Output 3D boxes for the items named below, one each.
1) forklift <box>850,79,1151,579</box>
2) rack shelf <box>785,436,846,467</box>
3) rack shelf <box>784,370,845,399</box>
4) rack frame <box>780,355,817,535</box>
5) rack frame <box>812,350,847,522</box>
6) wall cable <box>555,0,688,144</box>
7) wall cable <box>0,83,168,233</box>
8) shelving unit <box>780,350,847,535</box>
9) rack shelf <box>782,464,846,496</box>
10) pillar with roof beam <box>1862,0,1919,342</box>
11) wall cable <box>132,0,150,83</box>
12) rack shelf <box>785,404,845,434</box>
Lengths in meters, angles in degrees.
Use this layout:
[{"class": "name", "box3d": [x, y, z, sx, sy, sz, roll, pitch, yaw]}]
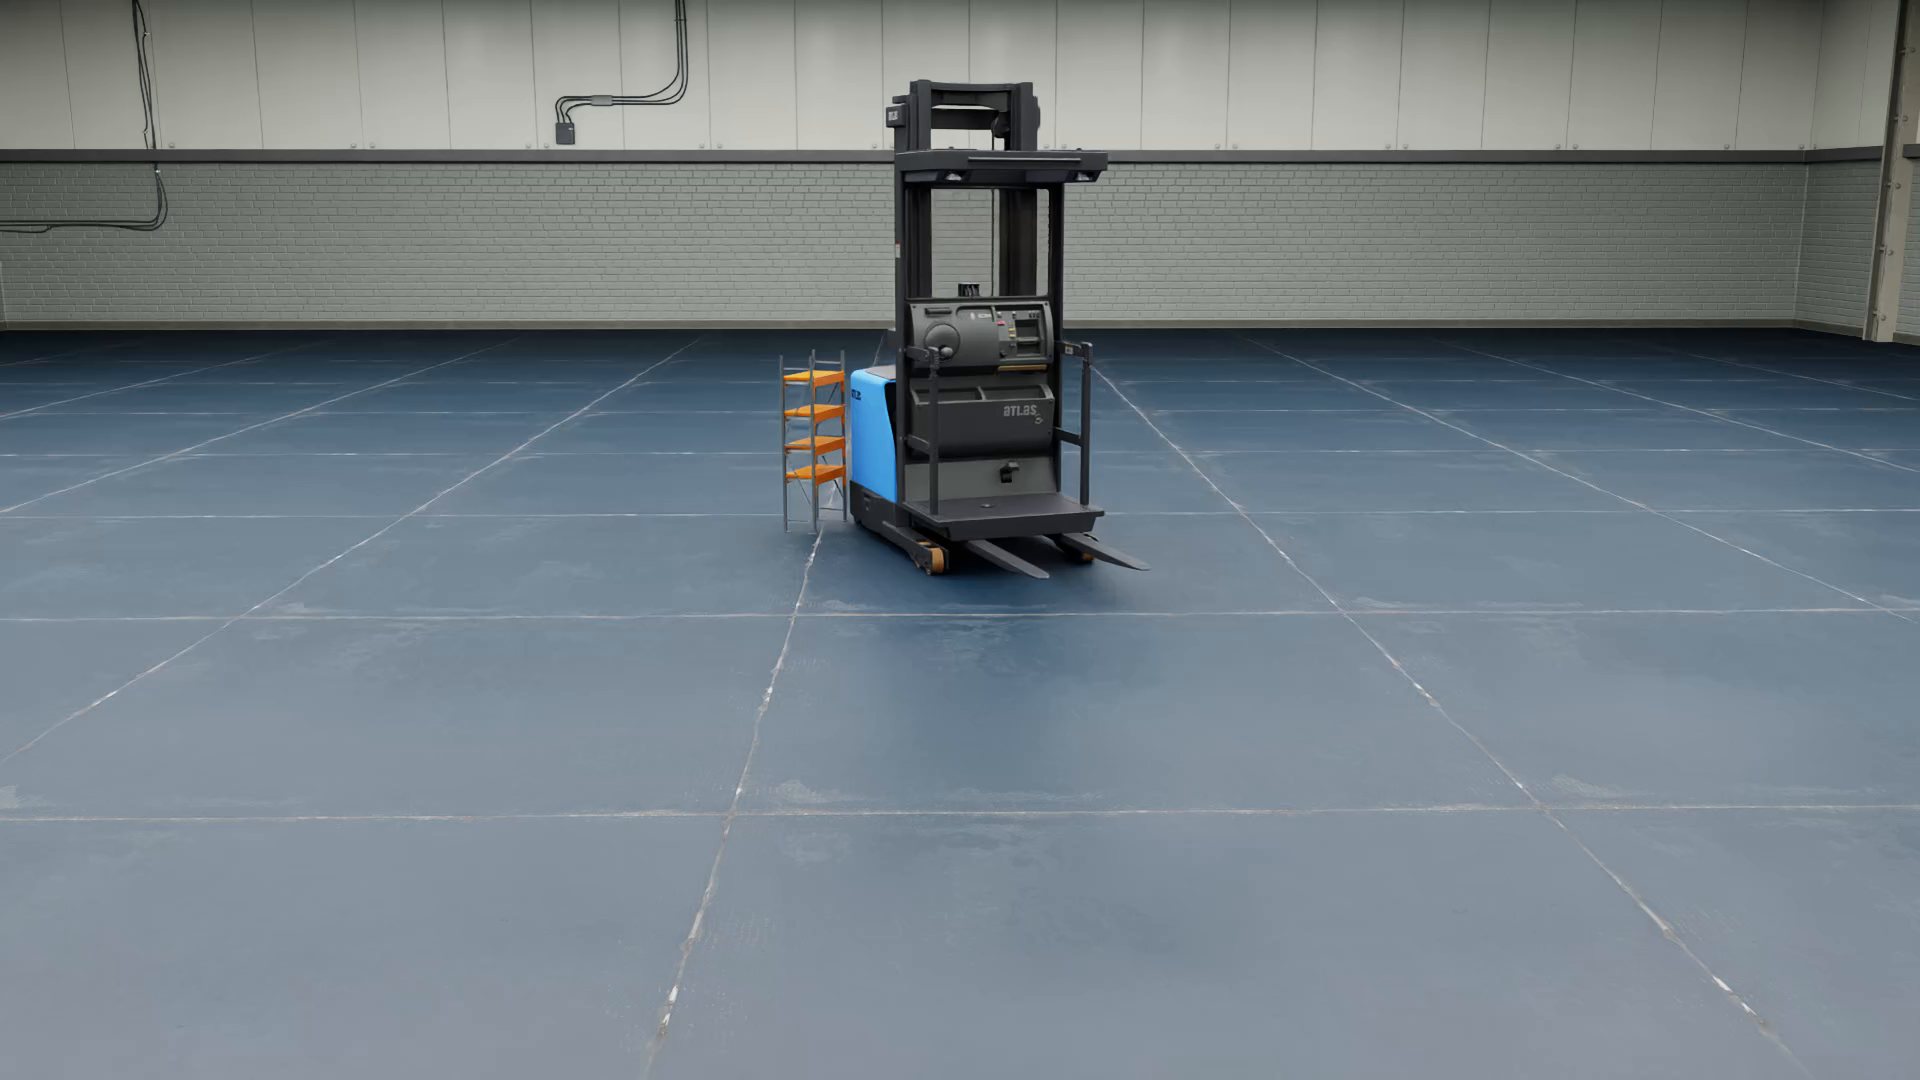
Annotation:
[{"class": "forklift", "box3d": [0.216, -1.319, 10.190, 1.130, 2.935, 3.031, -4, 12, -20]}, {"class": "rack shelf", "box3d": [-0.999, -0.613, 11.397, 0.258, 0.148, 0.480, 4, 12, 21]}, {"class": "rack shelf", "box3d": [-1.000, -1.064, 11.306, 0.258, 0.148, 0.480, 4, 12, 21]}, {"class": "rack frame", "box3d": [-1.086, -0.633, 11.161, 0.240, 1.200, 0.015, 4, 12, 21]}, {"class": "rack frame", "box3d": [-0.912, -0.724, 11.607, 0.240, 1.200, 0.015, 4, 12, 21]}, {"class": "wall cable", "box3d": [-5.832, -9.808, 28.220, 2.305, 6.003, 0.169, 0, 11, -1]}, {"class": "wall cable", "box3d": [-15.323, -6.584, 28.690, 3.097, 2.526, 0.112, 0, 11, -1]}, {"class": "shelving unit", "box3d": [-0.999, -0.679, 11.384, 0.258, 1.200, 0.503, 4, 12, 21]}, {"class": "rack shelf", "box3d": [-0.998, -0.418, 11.436, 0.258, 0.148, 0.480, 4, 12, 21]}, {"class": "pillar with roof beam", "box3d": [10.605, -7.627, 26.019, 9.100, 9.000, 0.400, 0, 11, -1]}, {"class": "wall cable", "box3d": [-12.619, -9.070, 28.243, 3.097, 2.526, 0.112, 0, 11, -1]}, {"class": "rack shelf", "box3d": [-0.999, -0.832, 11.353, 0.258, 0.148, 0.480, 4, 12, 21]}]
